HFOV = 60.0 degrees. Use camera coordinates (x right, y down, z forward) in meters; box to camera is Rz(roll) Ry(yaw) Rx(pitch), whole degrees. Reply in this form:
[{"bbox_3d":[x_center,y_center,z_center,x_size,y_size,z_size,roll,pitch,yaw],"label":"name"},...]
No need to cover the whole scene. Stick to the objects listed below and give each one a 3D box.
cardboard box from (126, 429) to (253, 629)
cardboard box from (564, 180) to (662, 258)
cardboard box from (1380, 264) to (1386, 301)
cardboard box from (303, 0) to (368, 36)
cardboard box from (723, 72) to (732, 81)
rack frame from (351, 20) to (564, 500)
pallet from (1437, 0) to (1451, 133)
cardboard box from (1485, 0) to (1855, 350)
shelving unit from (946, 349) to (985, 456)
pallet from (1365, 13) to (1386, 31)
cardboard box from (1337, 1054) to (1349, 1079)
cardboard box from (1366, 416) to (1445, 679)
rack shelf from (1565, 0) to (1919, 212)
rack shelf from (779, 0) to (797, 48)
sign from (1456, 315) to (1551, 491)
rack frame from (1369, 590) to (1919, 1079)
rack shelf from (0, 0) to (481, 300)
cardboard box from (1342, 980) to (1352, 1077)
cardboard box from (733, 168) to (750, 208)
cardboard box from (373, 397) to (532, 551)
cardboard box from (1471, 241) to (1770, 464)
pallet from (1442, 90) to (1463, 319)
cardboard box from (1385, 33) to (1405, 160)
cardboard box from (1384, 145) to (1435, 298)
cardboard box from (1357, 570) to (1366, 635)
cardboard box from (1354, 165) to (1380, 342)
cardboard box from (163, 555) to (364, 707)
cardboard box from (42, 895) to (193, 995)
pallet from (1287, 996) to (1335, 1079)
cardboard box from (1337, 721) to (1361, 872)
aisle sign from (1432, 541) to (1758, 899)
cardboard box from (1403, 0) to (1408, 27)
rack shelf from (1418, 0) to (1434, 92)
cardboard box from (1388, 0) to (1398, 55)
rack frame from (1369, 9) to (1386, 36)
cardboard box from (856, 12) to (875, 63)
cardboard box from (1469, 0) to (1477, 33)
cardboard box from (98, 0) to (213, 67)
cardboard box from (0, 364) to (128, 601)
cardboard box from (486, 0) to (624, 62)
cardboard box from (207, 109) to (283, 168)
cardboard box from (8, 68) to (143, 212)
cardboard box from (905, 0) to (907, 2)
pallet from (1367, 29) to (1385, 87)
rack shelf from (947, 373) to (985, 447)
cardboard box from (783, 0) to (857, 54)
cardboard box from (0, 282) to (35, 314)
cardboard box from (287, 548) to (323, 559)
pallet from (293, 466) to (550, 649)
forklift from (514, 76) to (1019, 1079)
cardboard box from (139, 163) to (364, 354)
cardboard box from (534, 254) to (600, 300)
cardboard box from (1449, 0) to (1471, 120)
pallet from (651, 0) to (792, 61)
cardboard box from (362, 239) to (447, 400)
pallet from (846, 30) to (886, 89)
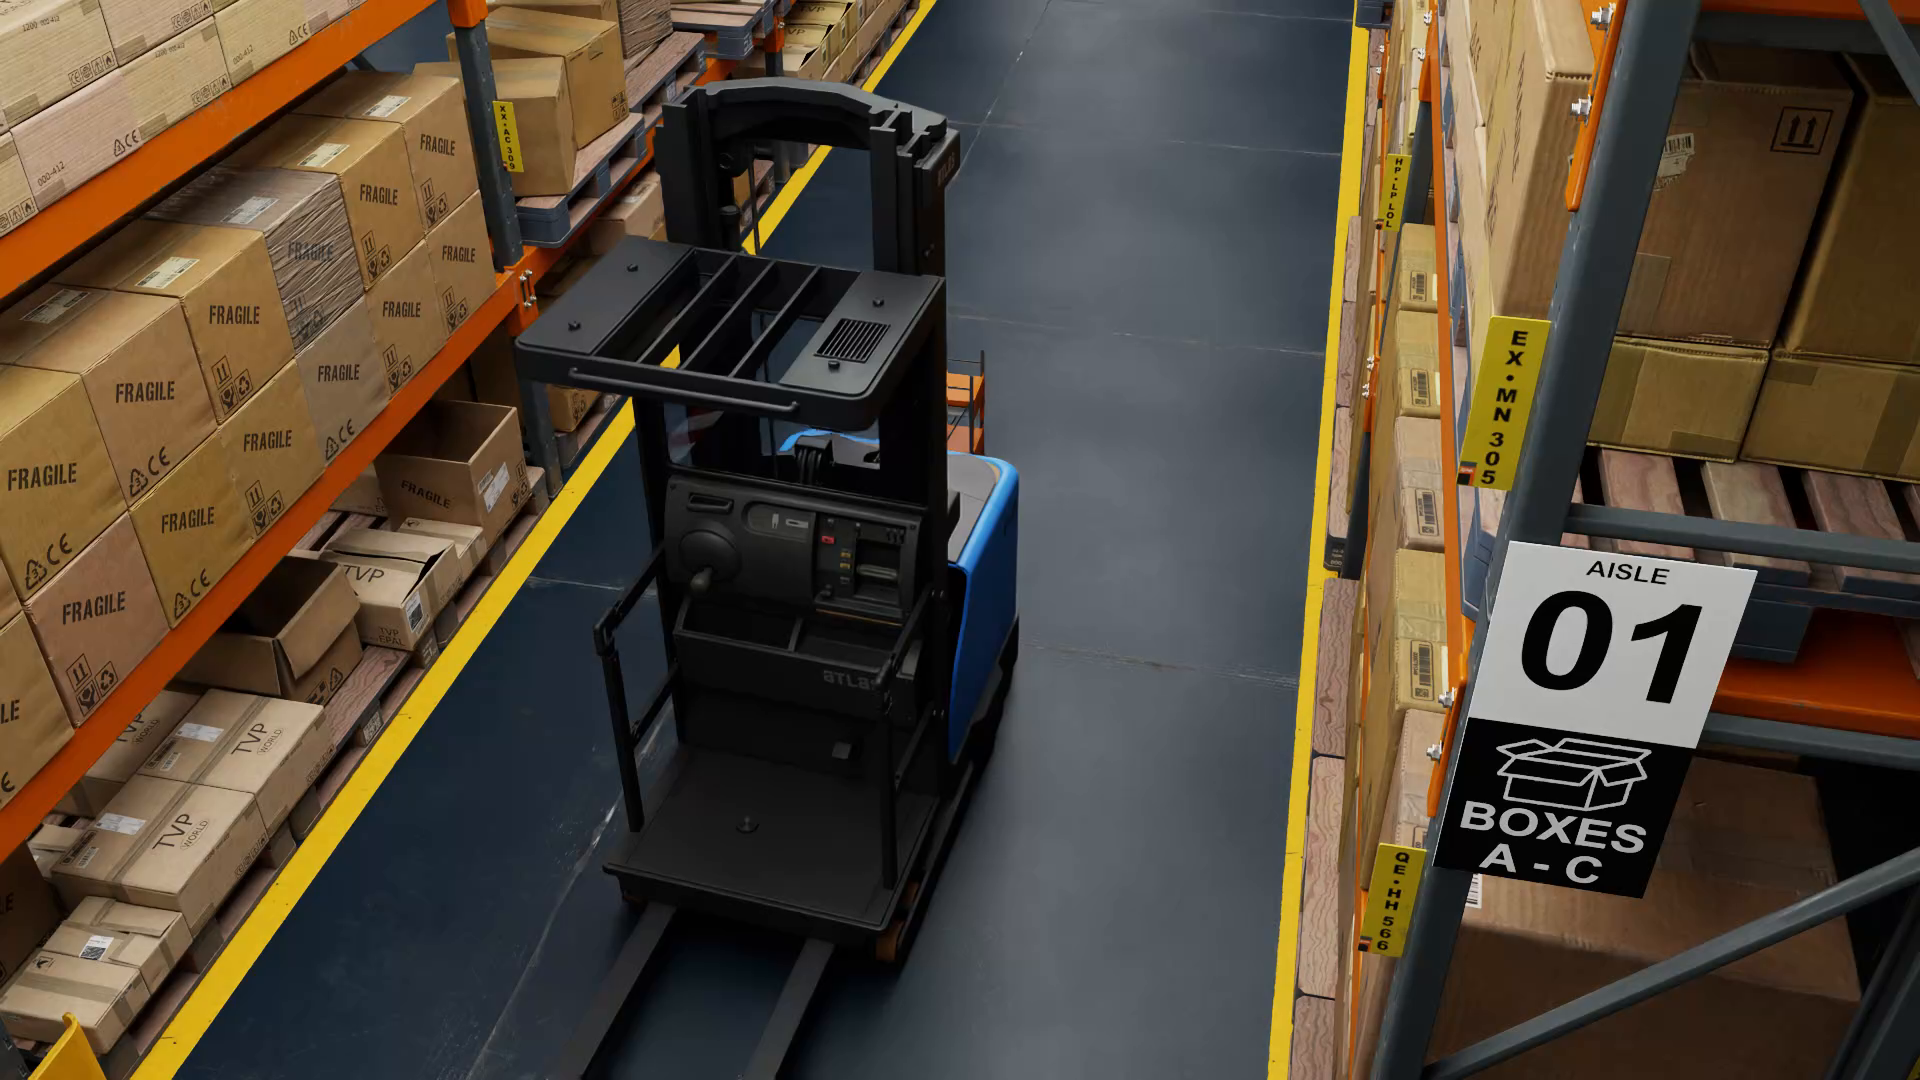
[{"bbox_3d":[-2.844,-0.069,5.705,0.500,0.500,0.500,7,37,10],"label":"cardboard box"},{"bbox_3d":[-2.002,-1.807,9.303,0.500,0.250,0.500,7,37,10],"label":"cardboard box"},{"bbox_3d":[2.109,-1.182,7.521,0.380,0.149,0.250,8,37,11],"label":"cardboard box"},{"bbox_3d":[-2.519,-2.073,6.127,0.500,0.250,0.500,7,37,10],"label":"cardboard box"},{"bbox_3d":[-1.832,-3.425,11.927,0.500,0.311,0.500,8,37,11],"label":"cardboard box"},{"bbox_3d":[-2.557,-1.517,7.787,1.000,3.000,0.127,7,37,10],"label":"rack frame"},{"bbox_3d":[2.098,-1.609,5.434,1.003,0.211,1.213,7,37,10],"label":"pallet"},{"bbox_3d":[1.318,-0.727,3.186,0.500,0.500,0.500,7,37,10],"label":"cardboard box"},{"bbox_3d":[-0.011,-0.394,7.900,0.215,1.050,0.252,7,37,10],"label":"shelving unit"},{"bbox_3d":[4.100,-4.745,14.617,1.003,0.211,1.213,7,37,10],"label":"pallet"},{"bbox_3d":[1.480,1.823,4.951,0.700,0.500,0.500,7,37,10],"label":"cardboard box"},{"bbox_3d":[1.844,0.125,5.265,0.980,0.700,0.700,6,36,8],"label":"cardboard box"},{"bbox_3d":[1.856,-1.728,3.919,1.077,0.370,4.000,7,37,10],"label":"rack shelf"},{"bbox_3d":[-1.276,-4.666,12.744,1.077,0.370,4.000,7,37,10],"label":"rack shelf"},{"bbox_3d":[0.901,-0.222,2.757,0.100,0.325,0.005,7,37,10],"label":"sign"},{"bbox_3d":[1.428,1.395,3.769,1.000,3.000,0.127,7,37,10],"label":"rack frame"},{"bbox_3d":[-2.985,-1.294,5.536,1.077,0.370,4.000,7,37,10],"label":"rack shelf"},{"bbox_3d":[1.330,1.464,4.893,0.380,0.149,0.250,7,37,9],"label":"cardboard box"},{"bbox_3d":[-1.673,-2.411,10.775,0.500,0.500,0.500,9,37,12],"label":"cardboard box"},{"bbox_3d":[-2.402,-0.321,7.892,0.500,0.500,0.500,7,37,10],"label":"cardboard box"},{"bbox_3d":[1.326,-0.422,3.406,0.500,0.250,0.500,8,37,11],"label":"cardboard box"},{"bbox_3d":[1.835,-0.912,4.472,1.003,0.211,1.213,7,37,10],"label":"pallet"},{"bbox_3d":[2.452,-2.231,8.417,0.500,0.500,0.500,8,37,11],"label":"cardboard box"},{"bbox_3d":[2.135,-1.364,7.220,0.500,0.500,0.500,7,36,9],"label":"cardboard box"},{"bbox_3d":[1.771,0.271,6.540,0.380,0.149,0.250,8,37,12],"label":"cardboard box"},{"bbox_3d":[2.659,-1.584,9.354,0.750,0.750,0.750,7,37,10],"label":"cardboard box"},{"bbox_3d":[-2.954,0.393,6.904,0.797,0.503,0.637,7,37,10],"label":"cardboard box"},{"bbox_3d":[-2.933,1.405,5.795,0.380,0.166,0.250,7,37,10],"label":"cardboard box"},{"bbox_3d":[1.523,2.056,5.234,1.003,0.211,1.213,7,37,10],"label":"pallet"},{"bbox_3d":[1.801,0.941,6.167,0.700,0.500,0.500,8,37,11],"label":"cardboard box"},{"bbox_3d":[1.120,0.346,3.001,0.394,0.787,0.004,7,37,10],"label":"aisle sign"},{"bbox_3d":[2.571,-2.841,8.619,0.500,0.250,0.500,8,37,10],"label":"cardboard box"},{"bbox_3d":[2.710,-2.968,7.846,1.077,0.370,4.000,7,37,10],"label":"rack shelf"},{"bbox_3d":[2.783,-3.114,9.635,0.500,0.500,0.500,8,37,11],"label":"cardboard box"},{"bbox_3d":[3.992,-5.485,13.261,1.000,3.000,0.127,7,37,10],"label":"rack frame"},{"bbox_3d":[-0.983,-4.011,13.214,0.500,0.250,0.500,8,37,11],"label":"cardboard box"},{"bbox_3d":[1.653,-1.613,4.410,0.500,0.500,0.500,8,37,10],"label":"cardboard box"},{"bbox_3d":[-2.723,-1.701,5.187,0.500,0.250,0.500,7,37,10],"label":"cardboard box"},{"bbox_3d":[-2.955,-0.191,5.020,0.500,0.500,0.500,8,37,10],"label":"cardboard box"},{"bbox_3d":[-2.240,-2.748,9.043,0.700,0.500,0.500,-1,36,-2],"label":"cardboard box"},{"bbox_3d":[-3.043,-1.432,6.732,0.500,0.500,0.500,6,36,9],"label":"cardboard box"},{"bbox_3d":[-2.829,-1.212,4.938,0.500,0.250,0.500,7,37,10],"label":"cardboard box"},{"bbox_3d":[-0.654,-4.886,14.421,0.500,0.250,0.500,7,37,10],"label":"cardboard box"},{"bbox_3d":[3.827,-3.909,13.464,1.003,0.211,1.213,7,37,10],"label":"pallet"},{"bbox_3d":[-0.011,-0.616,7.739,0.215,0.259,0.240,7,37,10],"label":"rack shelf"},{"bbox_3d":[-1.089,-3.952,12.654,0.500,0.311,0.500,6,36,9],"label":"cardboard box"},{"bbox_3d":[-3.372,-0.546,5.511,0.500,0.500,0.500,8,37,11],"label":"cardboard box"},{"bbox_3d":[-3.033,0.163,7.509,0.380,0.166,0.250,7,37,10],"label":"cardboard box"},{"bbox_3d":[-2.705,0.006,8.062,1.003,0.211,1.213,7,37,10],"label":"pallet"},{"bbox_3d":[-0.648,0.103,5.610,1.130,2.935,3.031,10,37,13],"label":"forklift"},{"bbox_3d":[-2.627,-1.057,6.215,0.500,0.500,0.500,8,37,10],"label":"cardboard box"},{"bbox_3d":[-2.113,-1.237,9.156,0.500,0.500,0.500,8,37,11],"label":"cardboard box"},{"bbox_3d":[1.652,-1.314,4.636,0.500,0.250,0.500,6,36,9],"label":"cardboard box"},{"bbox_3d":[-1.779,-3.335,10.459,1.213,0.211,1.003,7,37,10],"label":"pallet"},{"bbox_3d":[-2.522,-0.943,6.910,0.500,0.500,0.500,8,37,11],"label":"cardboard box"},{"bbox_3d":[-1.226,-3.846,13.376,1.003,0.211,1.213,7,37,10],"label":"pallet"}]
